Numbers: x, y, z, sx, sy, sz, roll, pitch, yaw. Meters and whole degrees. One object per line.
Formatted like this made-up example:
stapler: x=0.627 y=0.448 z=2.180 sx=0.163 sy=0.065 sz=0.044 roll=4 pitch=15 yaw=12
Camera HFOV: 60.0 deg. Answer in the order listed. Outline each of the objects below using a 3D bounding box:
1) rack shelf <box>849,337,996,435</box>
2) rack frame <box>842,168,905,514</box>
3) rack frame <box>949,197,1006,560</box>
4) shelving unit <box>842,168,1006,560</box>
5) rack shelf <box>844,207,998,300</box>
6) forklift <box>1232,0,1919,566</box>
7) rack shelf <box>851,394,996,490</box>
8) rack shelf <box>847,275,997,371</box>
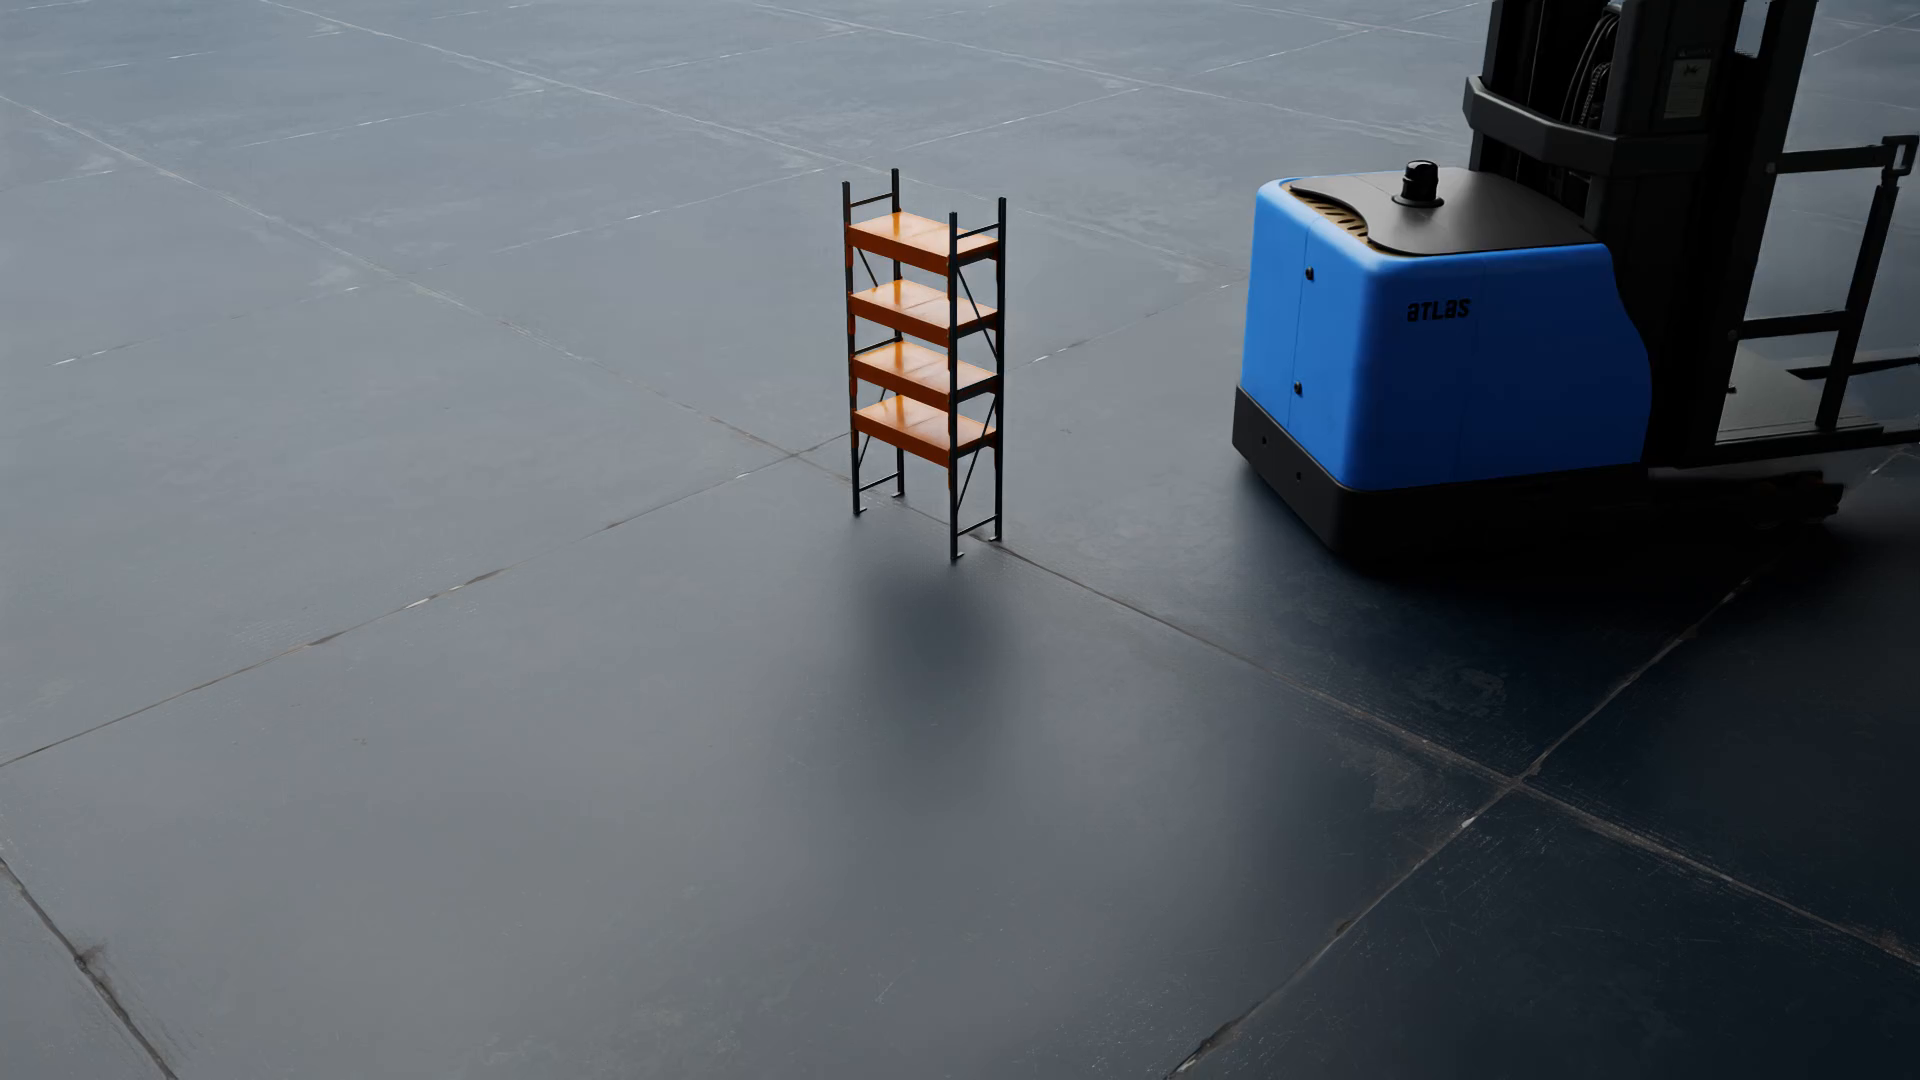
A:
rack shelf: x=-0.118 y=-0.526 z=5.605 sx=0.480 sy=0.148 sz=0.258 roll=25 pitch=36 yaw=38
rack frame: x=-0.292 y=-0.665 z=5.725 sx=0.015 sy=1.200 sz=0.240 roll=25 pitch=36 yaw=38
rack frame: x=0.056 y=-0.505 z=5.422 sx=0.015 sy=1.200 sz=0.240 roll=25 pitch=36 yaw=38
shelving unit: x=-0.118 y=-0.585 z=5.573 sx=0.503 sy=1.200 sz=0.258 roll=25 pitch=36 yaw=38
rack shelf: x=-0.118 y=-0.933 z=5.391 sx=0.480 sy=0.148 sz=0.258 roll=25 pitch=36 yaw=38
forklift: x=2.602 y=-1.564 z=5.575 sx=3.031 sy=2.935 sz=1.130 roll=-6 pitch=28 yaw=-12
rack shelf: x=-0.118 y=-0.350 z=5.697 sx=0.480 sy=0.148 sz=0.258 roll=25 pitch=36 yaw=38
rack shelf: x=-0.118 y=-0.724 z=5.501 sx=0.480 sy=0.148 sz=0.258 roll=25 pitch=36 yaw=38
